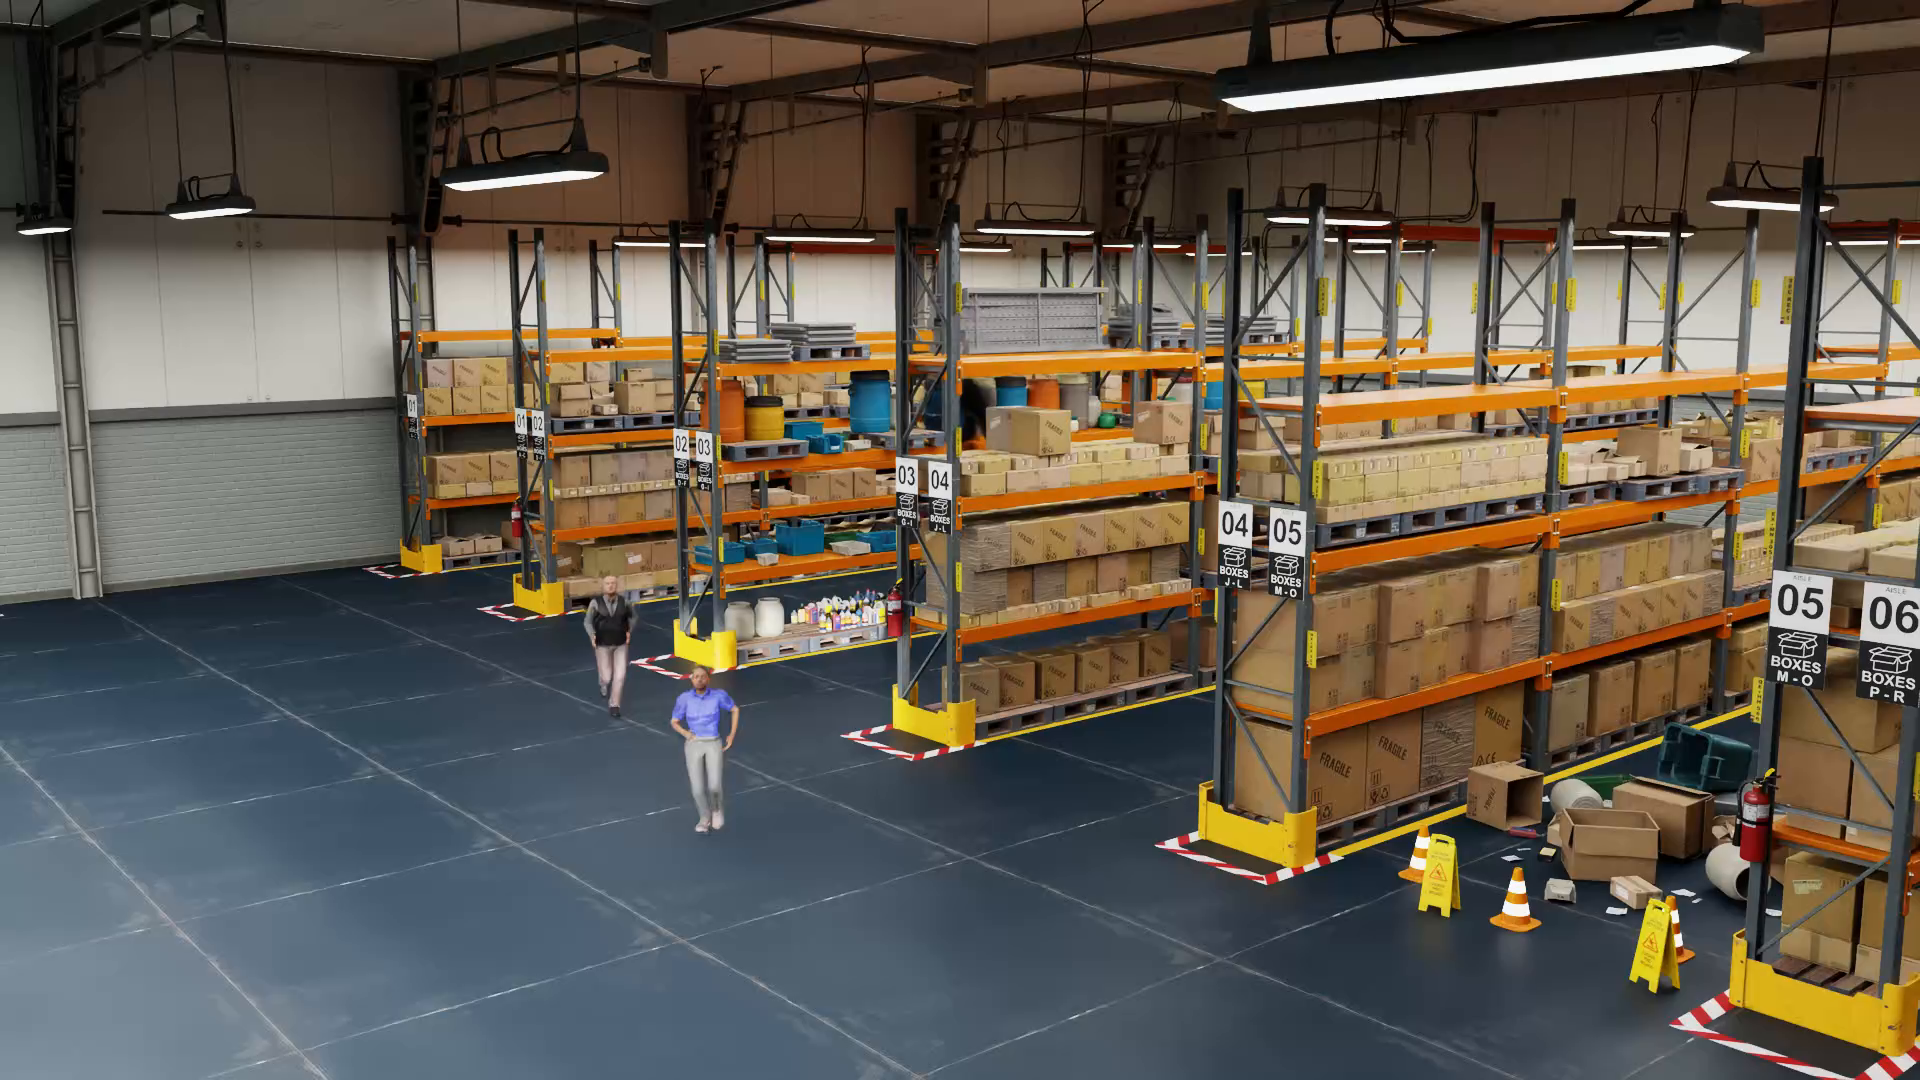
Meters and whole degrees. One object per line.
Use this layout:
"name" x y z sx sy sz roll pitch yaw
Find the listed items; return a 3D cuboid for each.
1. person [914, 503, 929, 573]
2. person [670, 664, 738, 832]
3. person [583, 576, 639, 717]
"person" -0.587 -0.296 28.063 0.752 1.861 0.630 -8 12 -44
"person" -2.398 1.975 15.595 0.630 1.626 0.576 -1 9 -4
"person" -4.206 1.262 20.117 0.659 1.681 0.678 -3 9 -17
